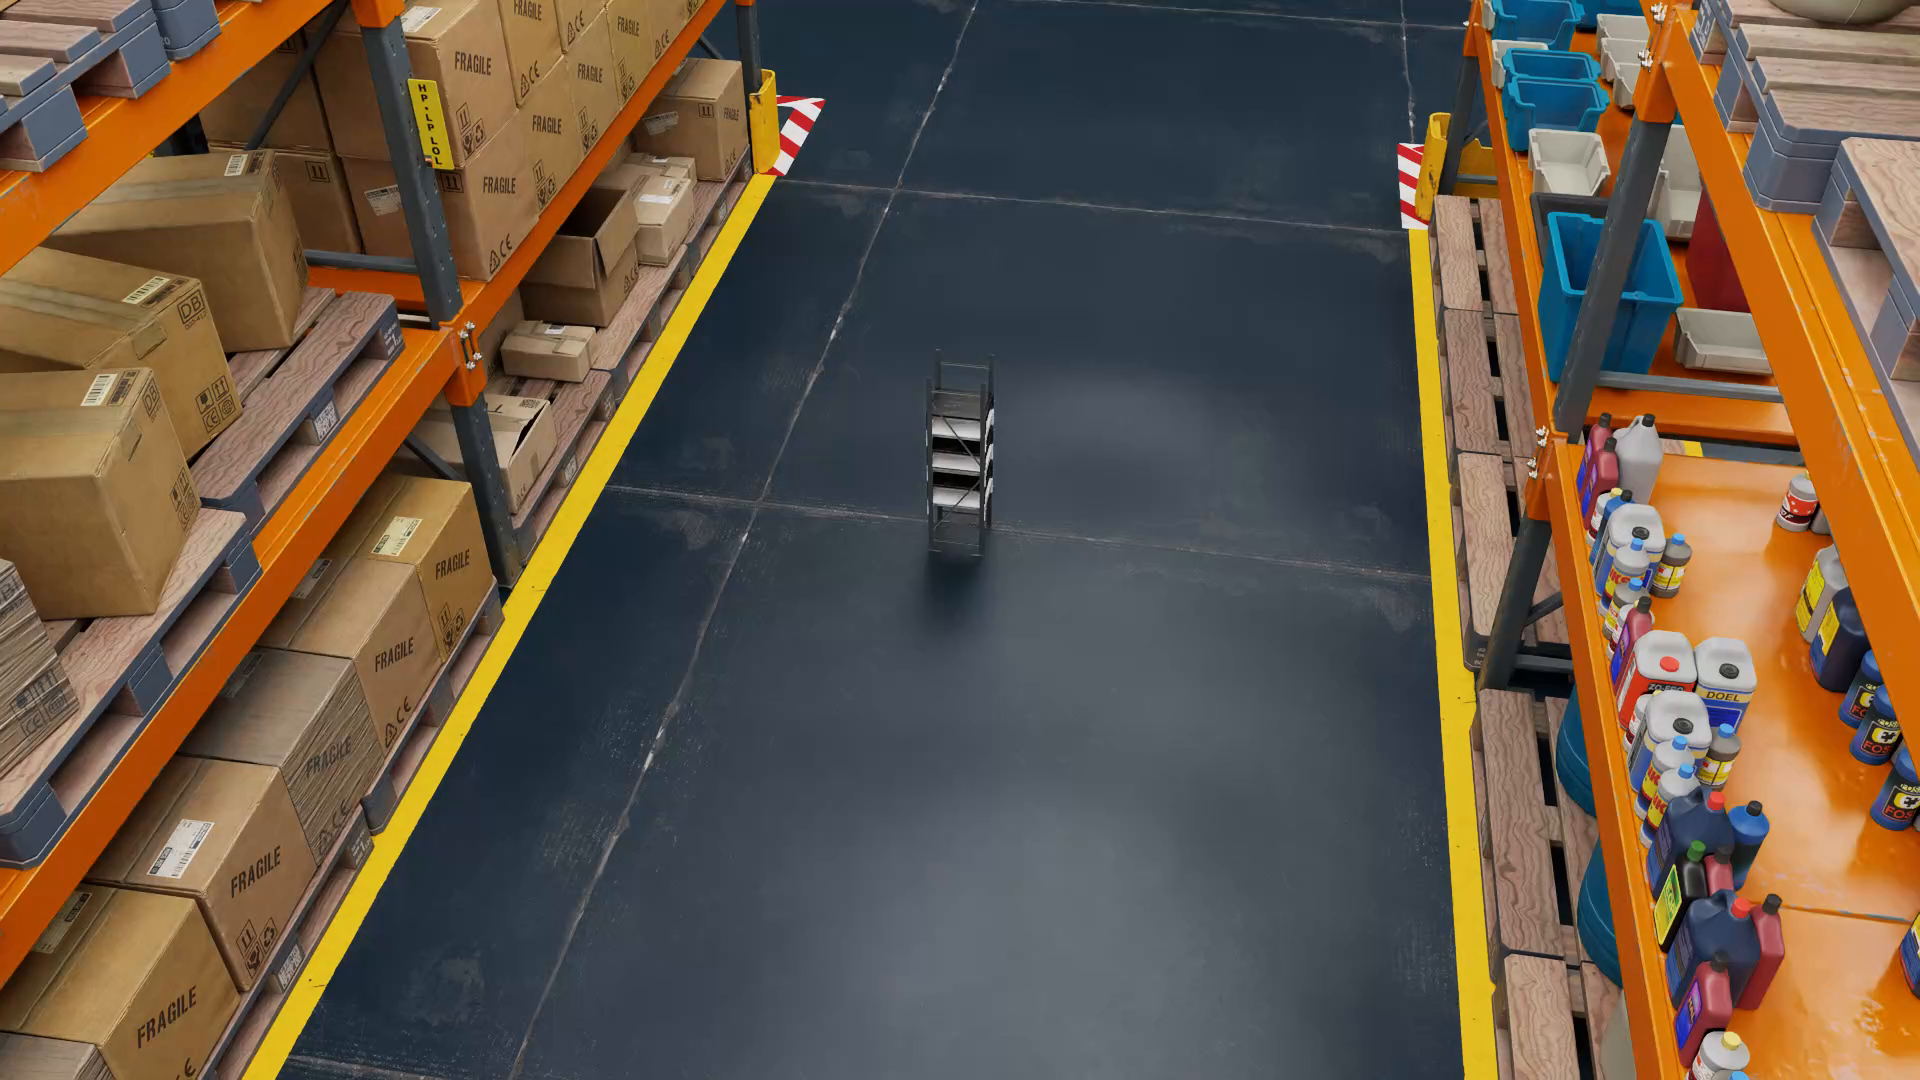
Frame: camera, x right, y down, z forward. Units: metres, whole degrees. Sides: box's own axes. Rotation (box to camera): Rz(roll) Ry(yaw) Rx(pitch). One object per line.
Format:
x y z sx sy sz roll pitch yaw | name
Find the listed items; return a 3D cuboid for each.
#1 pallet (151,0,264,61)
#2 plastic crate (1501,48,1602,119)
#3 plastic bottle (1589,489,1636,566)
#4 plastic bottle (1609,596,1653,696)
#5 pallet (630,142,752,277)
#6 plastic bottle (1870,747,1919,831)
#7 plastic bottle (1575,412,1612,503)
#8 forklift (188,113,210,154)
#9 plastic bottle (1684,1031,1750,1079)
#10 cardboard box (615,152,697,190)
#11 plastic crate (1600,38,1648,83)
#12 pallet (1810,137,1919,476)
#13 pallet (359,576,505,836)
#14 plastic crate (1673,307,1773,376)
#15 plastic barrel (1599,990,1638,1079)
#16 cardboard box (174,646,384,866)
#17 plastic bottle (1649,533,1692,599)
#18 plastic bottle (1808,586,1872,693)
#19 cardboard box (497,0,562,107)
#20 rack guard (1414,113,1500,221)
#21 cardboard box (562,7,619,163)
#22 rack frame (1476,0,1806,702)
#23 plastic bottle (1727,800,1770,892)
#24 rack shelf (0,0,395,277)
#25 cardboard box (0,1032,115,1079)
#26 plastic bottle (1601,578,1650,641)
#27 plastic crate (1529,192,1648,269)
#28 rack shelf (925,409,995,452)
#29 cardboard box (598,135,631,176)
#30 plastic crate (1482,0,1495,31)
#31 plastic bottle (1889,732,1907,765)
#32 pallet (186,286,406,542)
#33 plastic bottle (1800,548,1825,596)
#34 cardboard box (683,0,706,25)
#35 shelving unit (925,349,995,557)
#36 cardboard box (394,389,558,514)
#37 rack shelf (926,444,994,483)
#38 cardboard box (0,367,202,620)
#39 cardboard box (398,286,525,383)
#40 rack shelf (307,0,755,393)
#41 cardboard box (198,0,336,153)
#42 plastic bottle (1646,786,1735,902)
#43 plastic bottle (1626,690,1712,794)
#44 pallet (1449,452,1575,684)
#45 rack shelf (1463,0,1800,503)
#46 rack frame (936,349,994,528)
-2.545 -1.719 4.769 1.213 0.211 1.003 6 40 8 | pallet
2.612 -2.013 7.415 0.416 0.233 0.300 6 40 8 | plastic crate
1.989 -0.037 5.042 0.097 0.271 0.097 0 40 0 | plastic bottle
1.877 0.297 4.629 0.061 0.283 0.133 6 40 8 | plastic bottle
-1.821 -1.925 9.413 1.003 0.211 1.213 6 40 8 | pallet
2.425 0.617 4.250 0.097 0.271 0.097 0 40 0 | plastic bottle
2.031 -0.261 5.303 0.061 0.283 0.133 6 40 8 | plastic bottle
-4.370 -2.822 8.363 1.130 2.935 3.031 9 40 10 | forklift
1.668 1.154 3.656 0.097 0.201 0.097 0 40 0 | plastic bottle
-1.681 -2.013 9.209 0.380 0.166 0.250 6 40 8 | cardboard box
3.180 -2.209 7.727 0.396 0.136 0.243 6 40 8 | plastic crate
2.282 -0.357 3.122 1.003 0.211 1.213 6 40 8 | pallet
-2.467 0.552 6.417 1.003 0.211 1.213 6 40 8 | pallet
2.736 -0.687 5.886 0.396 0.136 0.243 6 40 8 | plastic crate
2.095 1.437 4.781 0.421 0.512 0.421 0 40 0 | plastic barrel
-2.347 0.722 5.640 0.500 0.500 0.500 7 40 8 | cardboard box
2.122 0.068 4.970 0.097 0.201 0.097 0 40 0 | plastic bottle
2.504 0.243 4.641 0.144 0.351 0.185 6 40 8 | plastic bottle
-1.916 -2.050 6.512 0.500 0.500 0.500 5 40 6 | cardboard box
3.198 -2.052 9.340 1.175 0.500 0.348 6 40 8 | rack guard
-1.832 -2.001 7.238 0.500 0.500 0.500 6 40 7 | cardboard box
2.515 -0.489 5.487 1.000 3.000 0.127 6 40 8 | rack frame
1.920 0.744 4.097 0.097 0.271 0.097 0 40 0 | plastic bottle
-2.709 -0.661 3.906 1.077 0.370 4.000 6 40 8 | rack shelf
-2.610 1.683 4.476 0.500 0.500 0.500 5 40 6 | cardboard box
1.932 0.197 4.814 0.097 0.201 0.097 0 40 0 | plastic bottle
2.444 -1.138 6.441 0.437 0.125 0.590 6 40 8 | plastic crate
0.001 -0.465 6.876 0.258 0.077 0.200 6 40 8 | rack shelf
-2.131 -2.034 9.169 0.500 0.250 0.500 6 40 8 | cardboard box
2.703 -2.610 8.212 0.250 0.136 0.298 6 40 8 | plastic crate
2.591 0.472 4.422 0.152 0.276 0.135 6 40 8 | plastic bottle
-2.609 -0.474 5.620 1.003 0.211 1.213 6 40 8 | pallet
2.576 0.098 4.933 0.097 0.201 0.097 0 40 0 | plastic bottle
-1.567 -2.949 8.385 0.500 0.500 0.500 7 40 8 | cardboard box
0.001 -0.352 6.969 0.258 0.900 0.210 6 40 8 | shelving unit
-2.078 -0.410 7.157 0.500 0.311 0.500 6 40 8 | cardboard box
0.001 -0.326 6.991 0.258 0.077 0.200 6 40 8 | rack shelf
-2.608 -0.122 4.636 0.700 0.500 0.500 -3 40 -4 | cardboard box
-2.414 -1.030 7.907 0.500 0.311 0.500 6 40 8 | cardboard box
-2.017 -2.015 7.898 1.077 0.370 4.000 6 40 8 | rack shelf
-2.531 -1.807 6.219 0.500 0.500 0.500 7 40 8 | cardboard box
1.794 0.727 4.055 0.144 0.351 0.185 6 40 8 | plastic bottle
1.859 0.534 4.347 0.152 0.276 0.135 6 40 8 | plastic bottle
2.604 0.120 6.939 1.003 0.211 1.213 6 40 8 | pallet
2.861 -1.467 7.235 1.077 0.370 4.000 6 40 8 | rack shelf
0.019 -0.416 7.047 0.240 0.900 0.006 6 40 8 | rack frame
